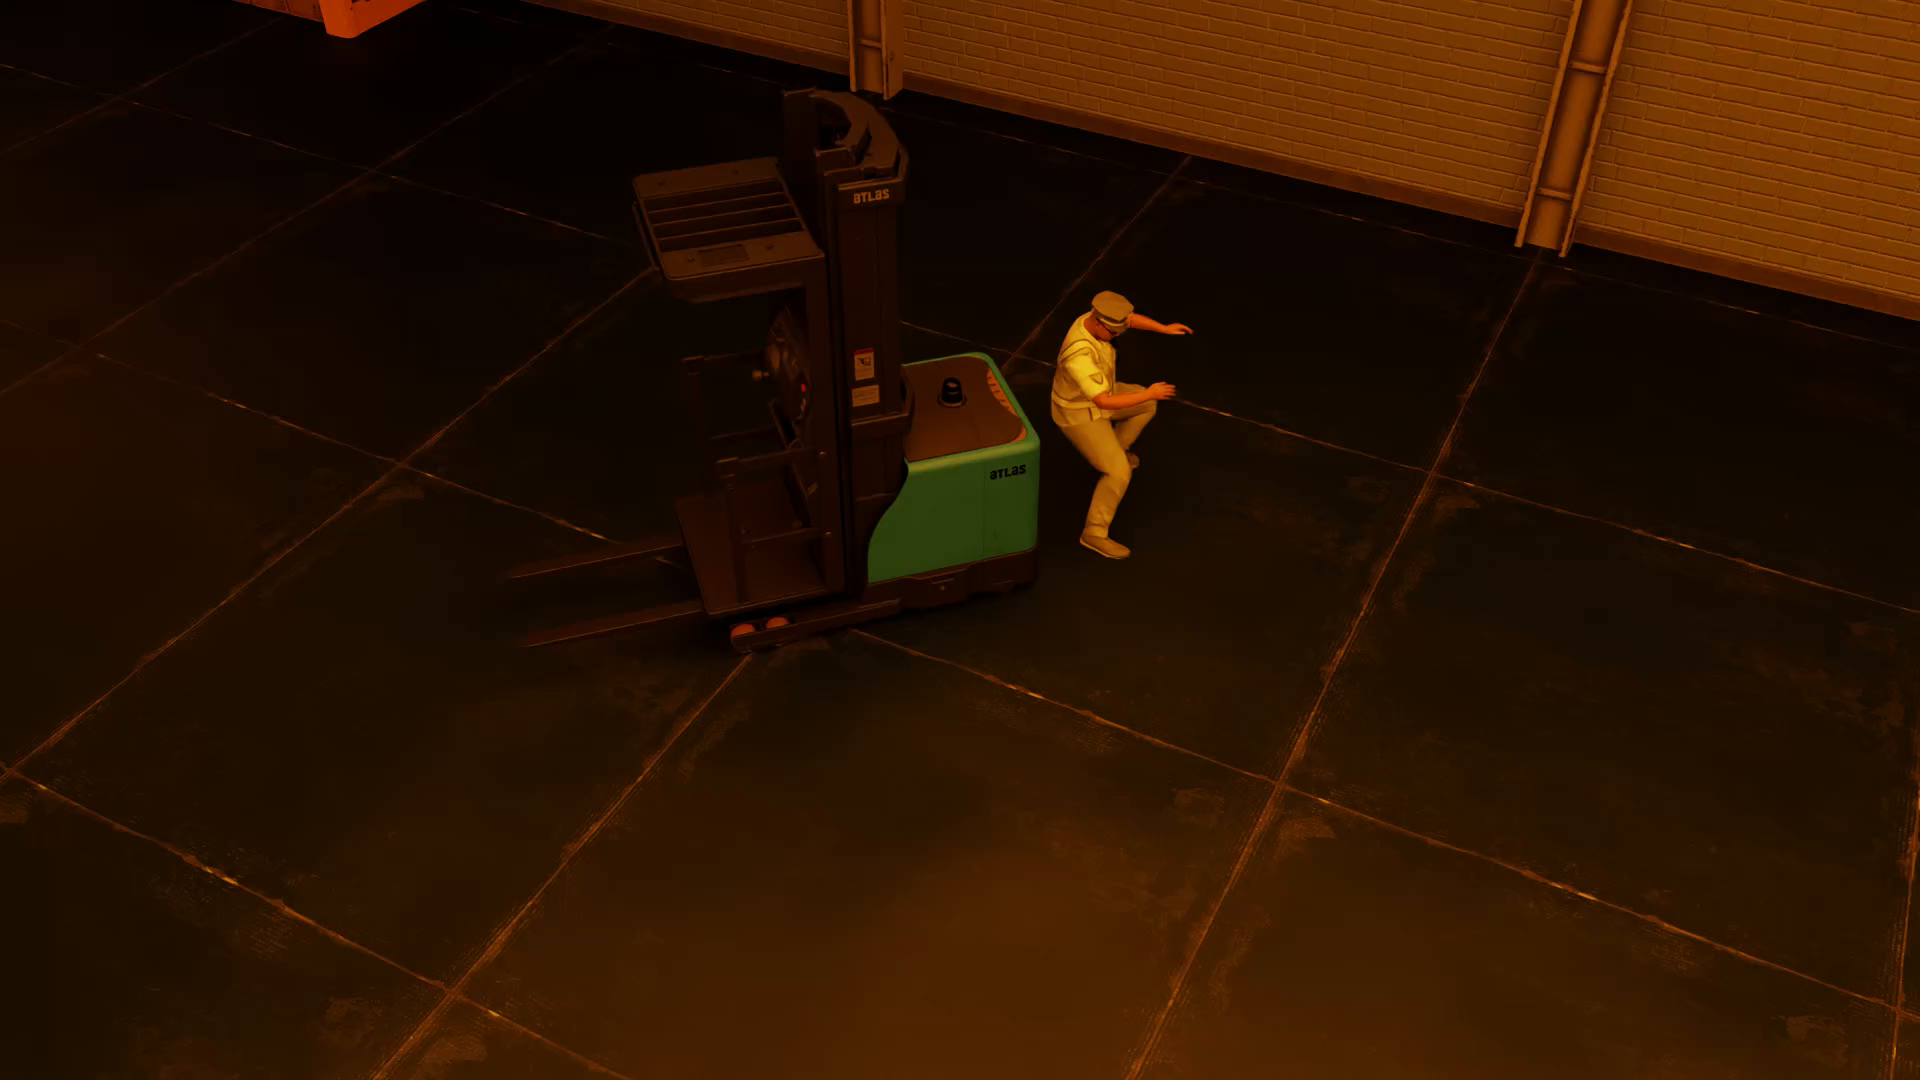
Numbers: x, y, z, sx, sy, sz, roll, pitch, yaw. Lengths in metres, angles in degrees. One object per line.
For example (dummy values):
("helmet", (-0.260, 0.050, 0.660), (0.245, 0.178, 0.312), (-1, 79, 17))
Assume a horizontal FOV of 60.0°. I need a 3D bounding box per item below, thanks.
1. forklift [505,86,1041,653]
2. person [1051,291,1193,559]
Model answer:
("forklift", (-1.109, -0.859, 9.007), (3.031, 2.935, 1.130), (-12, 41, -13))
("person", (0.935, -0.802, 10.062), (0.769, 1.526, 1.009), (14, 42, 16))
